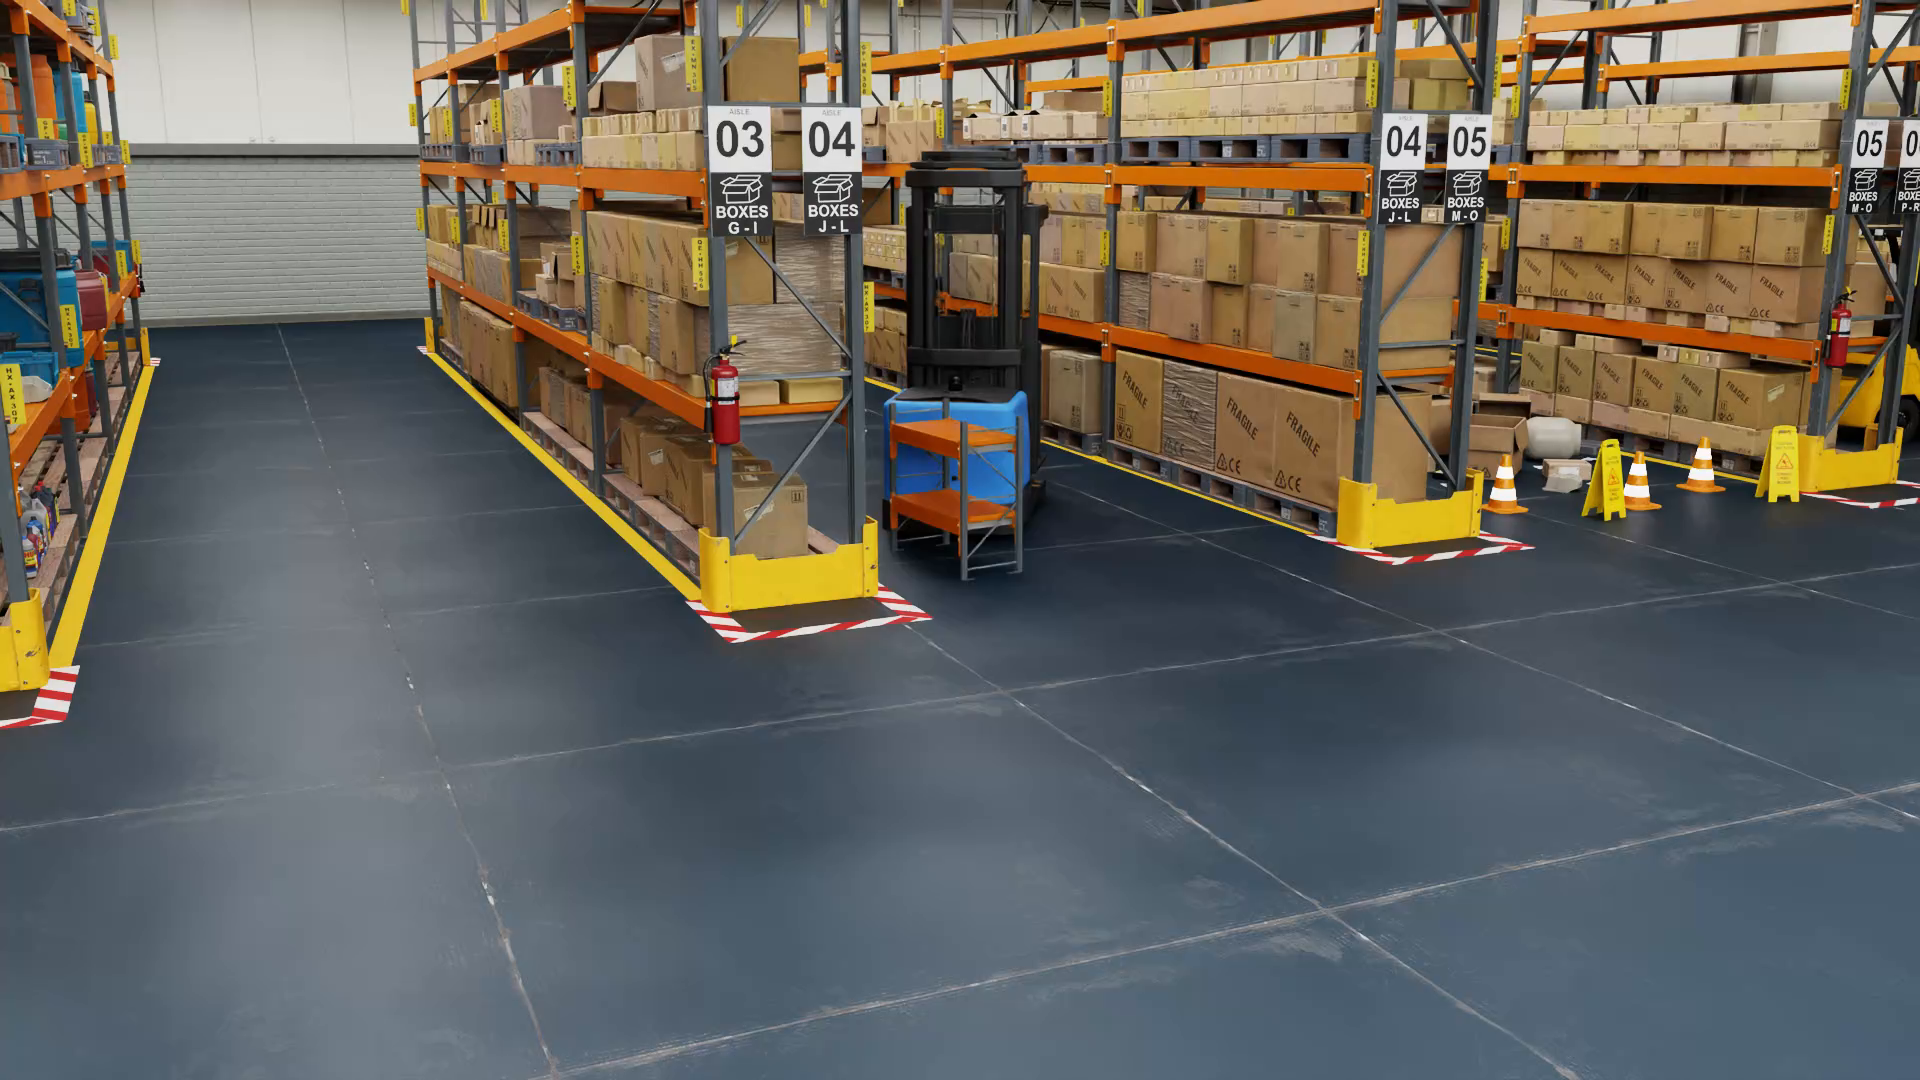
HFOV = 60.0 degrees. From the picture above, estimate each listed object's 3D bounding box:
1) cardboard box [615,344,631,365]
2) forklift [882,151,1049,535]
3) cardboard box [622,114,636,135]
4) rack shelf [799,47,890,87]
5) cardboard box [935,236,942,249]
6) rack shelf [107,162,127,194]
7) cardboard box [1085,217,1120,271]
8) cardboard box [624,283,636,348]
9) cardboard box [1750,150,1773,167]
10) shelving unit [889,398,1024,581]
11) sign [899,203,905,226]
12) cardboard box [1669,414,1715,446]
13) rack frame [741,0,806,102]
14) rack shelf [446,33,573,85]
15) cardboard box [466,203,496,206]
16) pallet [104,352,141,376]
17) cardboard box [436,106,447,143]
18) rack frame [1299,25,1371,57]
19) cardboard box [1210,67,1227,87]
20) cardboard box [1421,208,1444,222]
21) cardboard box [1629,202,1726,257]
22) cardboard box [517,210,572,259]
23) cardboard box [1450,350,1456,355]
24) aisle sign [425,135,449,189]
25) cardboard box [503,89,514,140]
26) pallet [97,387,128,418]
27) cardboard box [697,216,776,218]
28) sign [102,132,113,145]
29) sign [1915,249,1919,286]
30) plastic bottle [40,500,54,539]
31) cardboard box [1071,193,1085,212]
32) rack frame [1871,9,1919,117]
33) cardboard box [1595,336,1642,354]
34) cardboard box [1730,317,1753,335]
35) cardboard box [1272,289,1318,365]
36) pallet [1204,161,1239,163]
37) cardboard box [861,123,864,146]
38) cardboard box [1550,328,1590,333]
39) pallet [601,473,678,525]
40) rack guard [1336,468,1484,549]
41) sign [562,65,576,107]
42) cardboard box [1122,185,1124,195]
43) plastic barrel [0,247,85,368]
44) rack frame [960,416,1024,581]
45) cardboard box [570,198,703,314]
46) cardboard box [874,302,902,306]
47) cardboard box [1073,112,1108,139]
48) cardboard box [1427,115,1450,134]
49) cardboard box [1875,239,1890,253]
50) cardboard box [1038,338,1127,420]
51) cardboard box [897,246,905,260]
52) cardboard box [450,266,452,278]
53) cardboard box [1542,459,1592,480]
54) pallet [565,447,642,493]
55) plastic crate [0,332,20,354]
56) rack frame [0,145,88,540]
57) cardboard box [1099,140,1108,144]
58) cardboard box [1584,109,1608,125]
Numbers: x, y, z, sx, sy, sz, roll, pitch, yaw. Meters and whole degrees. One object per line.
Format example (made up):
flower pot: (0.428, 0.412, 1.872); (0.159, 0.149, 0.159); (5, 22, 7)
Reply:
cardboard box: (-2.514, -1.479, 13.164); (0.380, 0.149, 0.250); (-6, 14, -23)
forklift: (0.143, -1.747, 13.919); (1.130, 2.935, 3.031); (2, 13, 9)
cardboard box: (-2.305, -3.102, 12.418); (0.380, 0.149, 0.250); (-6, 14, -24)
rack shelf: (-2.130, -6.945, 24.521); (1.077, 0.370, 4.000); (-6, 14, -23)
cardboard box: (-0.343, -3.566, 19.933); (0.380, 0.149, 0.250); (-6, 14, -25)
rack shelf: (-11.254, -4.610, 21.080); (1.077, 0.370, 4.000); (-6, 14, -23)
cardboard box: (1.671, -2.946, 16.506); (0.700, 0.500, 0.500); (-6, 14, -24)
cardboard box: (-2.125, -1.775, 13.006); (0.875, 0.500, 0.500); (-6, 14, -23)
cardboard box: (7.369, -3.443, 15.000); (0.380, 0.149, 0.250); (-5, 14, -21)
shelving unit: (-0.039, -0.389, 12.055); (0.538, 1.125, 1.048); (-8, 15, -30)
sign: (-0.822, -4.576, 23.420); (0.100, 0.325, 0.005); (-6, 14, -23)
cardboard box: (7.202, -1.065, 15.985); (0.500, 0.250, 0.500); (-6, 14, -23)
rack frame: (-2.931, -7.710, 26.225); (1.000, 3.000, 0.127); (-6, 14, -23)
rack shelf: (-5.113, -5.498, 19.150); (1.077, 0.370, 4.000); (-6, 14, -23)
cardboard box: (-7.081, -4.720, 24.622); (0.500, 0.500, 0.500); (-5, 14, -22)
pallet: (-11.760, -2.380, 22.686); (1.003, 0.211, 1.213); (-6, 14, -23)
cardboard box: (-6.893, -5.791, 23.212); (0.700, 0.500, 0.500); (-7, 15, -27)
rack frame: (4.768, -6.525, 21.106); (1.000, 3.000, 0.127); (-6, 14, -23)
cardboard box: (2.319, -3.868, 13.915); (0.380, 0.149, 0.250); (-6, 14, -23)
cardboard box: (5.559, -3.761, 19.216); (0.380, 0.149, 0.250); (-6, 14, -25)
cardboard box: (7.001, -3.033, 16.223); (0.700, 0.500, 0.500); (-6, 14, -23)
cardboard box: (-4.590, -3.397, 18.449); (0.797, 0.503, 0.637); (-5, 14, -21)
cardboard box: (5.587, -2.100, 20.188); (0.950, 0.372, 0.625); (-5, 14, -21)
aisle sign: (-7.820, -5.614, 24.710); (0.394, 0.787, 0.004); (-6, 14, -23)
cardboard box: (-4.359, -4.341, 16.989); (0.500, 0.500, 0.500); (-5, 14, -22)
pallet: (-10.182, -1.565, 19.162); (1.003, 0.211, 1.213); (-6, 14, -23)
cardboard box: (-1.679, -2.183, 12.552); (0.500, 0.500, 0.500); (-6, 14, -23)
sign: (-9.948, -4.601, 19.426); (0.100, 0.325, 0.005); (-6, 14, -23)
sign: (8.470, -2.420, 14.755); (0.100, 0.325, 0.005); (-6, 14, -23)
plastic bottle: (-6.545, -0.148, 11.905); (0.061, 0.283, 0.133); (-5, 14, -19)
cardboard box: (2.122, -5.351, 26.900); (0.500, 0.500, 0.500); (-6, 14, -23)
rack frame: (10.917, -6.148, 19.475); (1.000, 3.000, 0.127); (-6, 14, -23)
cardboard box: (6.673, -1.983, 16.852); (0.380, 0.149, 0.250); (-5, 14, -20)
cardboard box: (7.341, -1.982, 15.339); (0.380, 0.149, 0.250); (-6, 14, -24)
cardboard box: (3.047, -1.739, 13.398); (0.875, 0.550, 0.550); (-6, 14, -23)
pallet: (4.011, -5.331, 23.016); (1.003, 0.211, 1.213); (-5, 14, -20)
cardboard box: (-1.169, -5.382, 22.088); (0.500, 0.311, 0.500); (-6, 14, -24)
cardboard box: (8.948, -3.106, 24.251); (0.500, 0.500, 0.500); (-5, 14, -21)
pallet: (-2.408, -0.387, 14.073); (1.003, 0.211, 1.213); (-6, 14, -23)
rack guard: (3.487, -0.259, 12.879); (1.175, 0.500, 0.348); (-6, 14, -23)
sign: (-3.217, -3.735, 13.683); (0.100, 0.325, 0.005); (-6, 14, -23)
cardboard box: (2.654, -5.432, 25.810); (0.380, 0.149, 0.250); (-6, 14, -23)
plastic barrel: (-7.125, -1.785, 12.817); (0.600, 0.901, 0.708); (-6, 14, -23)
rack frame: (0.223, -0.291, 11.631); (0.500, 1.125, 0.032); (-8, 15, -30)
cardboard box: (-2.900, -2.554, 14.993); (1.000, 1.000, 1.000); (-6, 14, -23)
cardboard box: (-1.060, -3.027, 22.243); (0.500, 0.250, 0.500); (-5, 14, -21)
cardboard box: (1.446, -4.081, 16.378); (0.500, 0.250, 0.500); (-5, 14, -22)
cardboard box: (3.634, -3.174, 12.681); (0.380, 0.149, 0.250); (-6, 14, -23)
cardboard box: (10.909, -3.447, 19.450); (0.380, 0.149, 0.250); (-5, 14, -22)
cardboard box: (1.161, -1.736, 17.777); (1.050, 0.750, 0.750); (-6, 14, -23)
cardboard box: (-0.558, -3.532, 20.442); (0.380, 0.149, 0.250); (-5, 14, -22)
cardboard box: (-6.646, -3.604, 22.346); (0.380, 0.149, 0.250); (-5, 14, -22)
cardboard box: (5.597, -0.649, 15.343); (0.380, 0.149, 0.250); (1, 13, 6)
pallet: (-3.023, -0.683, 15.353); (1.003, 0.211, 1.213); (-6, 14, -23)
plastic crate: (-7.155, -1.284, 11.901); (0.767, 0.338, 0.504); (-6, 14, -23)
rack frame: (-7.248, -1.433, 12.411); (1.000, 3.000, 0.127); (-6, 14, -23)
cardboard box: (2.596, -6.469, 26.135); (0.797, 0.503, 0.637); (-4, 14, -19)
cardboard box: (6.507, -4.246, 16.698); (0.380, 0.149, 0.250); (-6, 14, -23)
